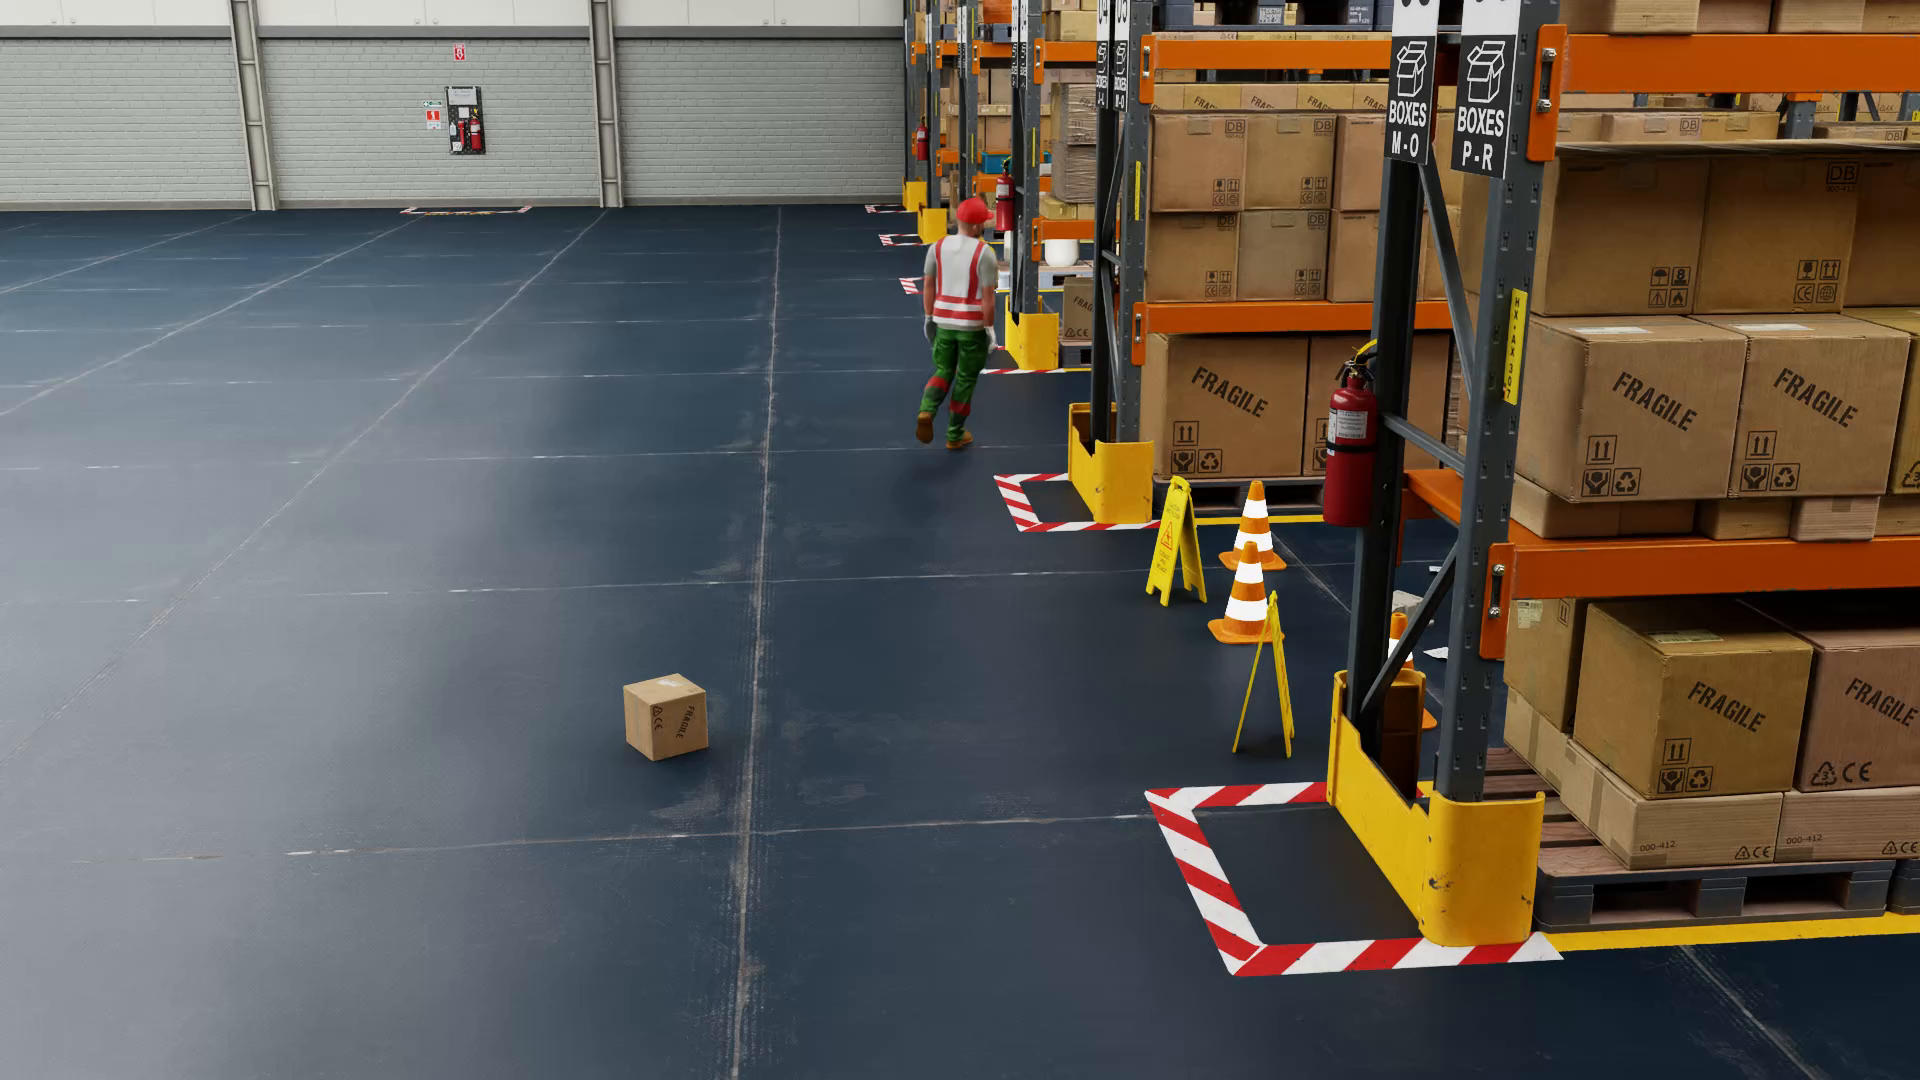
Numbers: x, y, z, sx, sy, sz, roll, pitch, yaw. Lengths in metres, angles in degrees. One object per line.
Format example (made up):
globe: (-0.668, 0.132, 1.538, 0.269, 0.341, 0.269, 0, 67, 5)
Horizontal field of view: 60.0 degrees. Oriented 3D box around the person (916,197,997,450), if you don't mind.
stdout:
person: (0.005, -1.475, 11.510, 0.564, 1.768, 0.596, 7, 18, 23)
